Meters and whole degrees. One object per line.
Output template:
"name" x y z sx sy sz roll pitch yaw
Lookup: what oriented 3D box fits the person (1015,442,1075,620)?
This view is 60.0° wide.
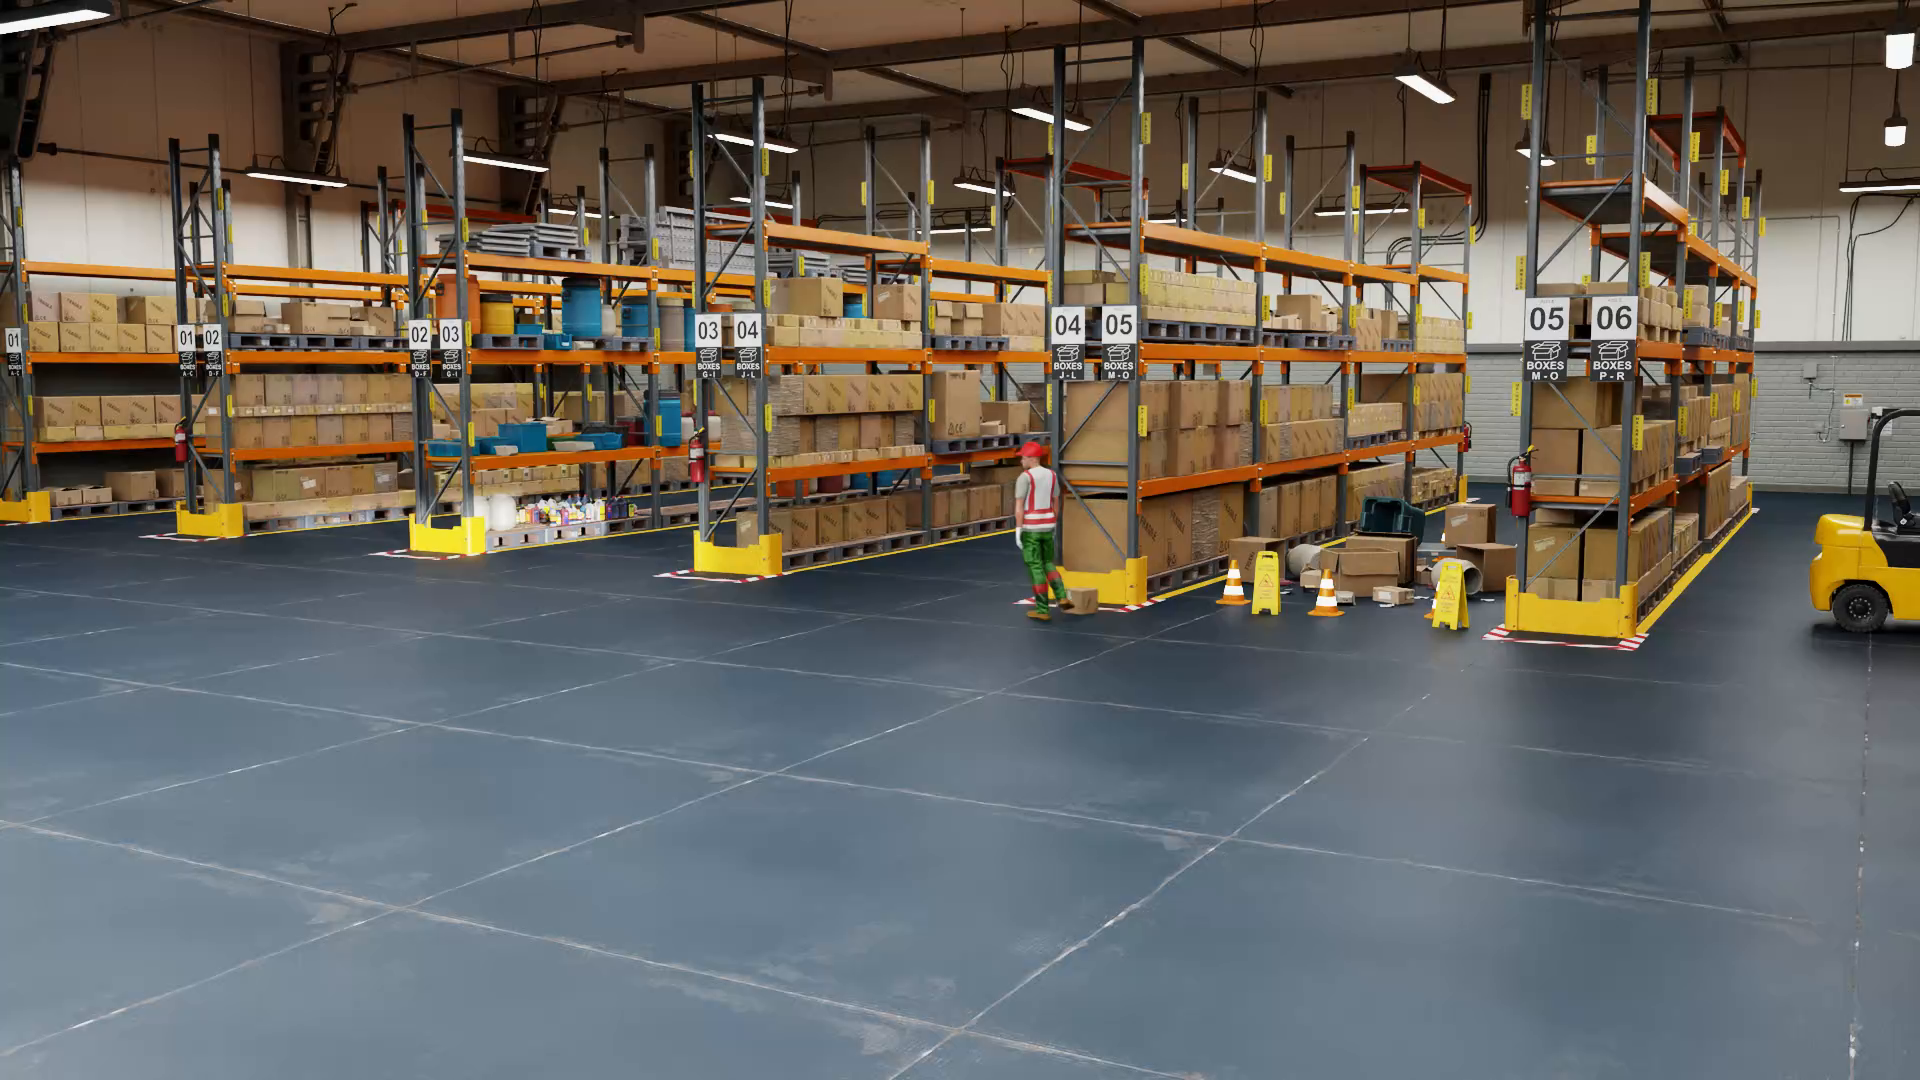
"person" 0.828 -0.100 16.750 0.691 1.779 0.454 -4 7 -37
